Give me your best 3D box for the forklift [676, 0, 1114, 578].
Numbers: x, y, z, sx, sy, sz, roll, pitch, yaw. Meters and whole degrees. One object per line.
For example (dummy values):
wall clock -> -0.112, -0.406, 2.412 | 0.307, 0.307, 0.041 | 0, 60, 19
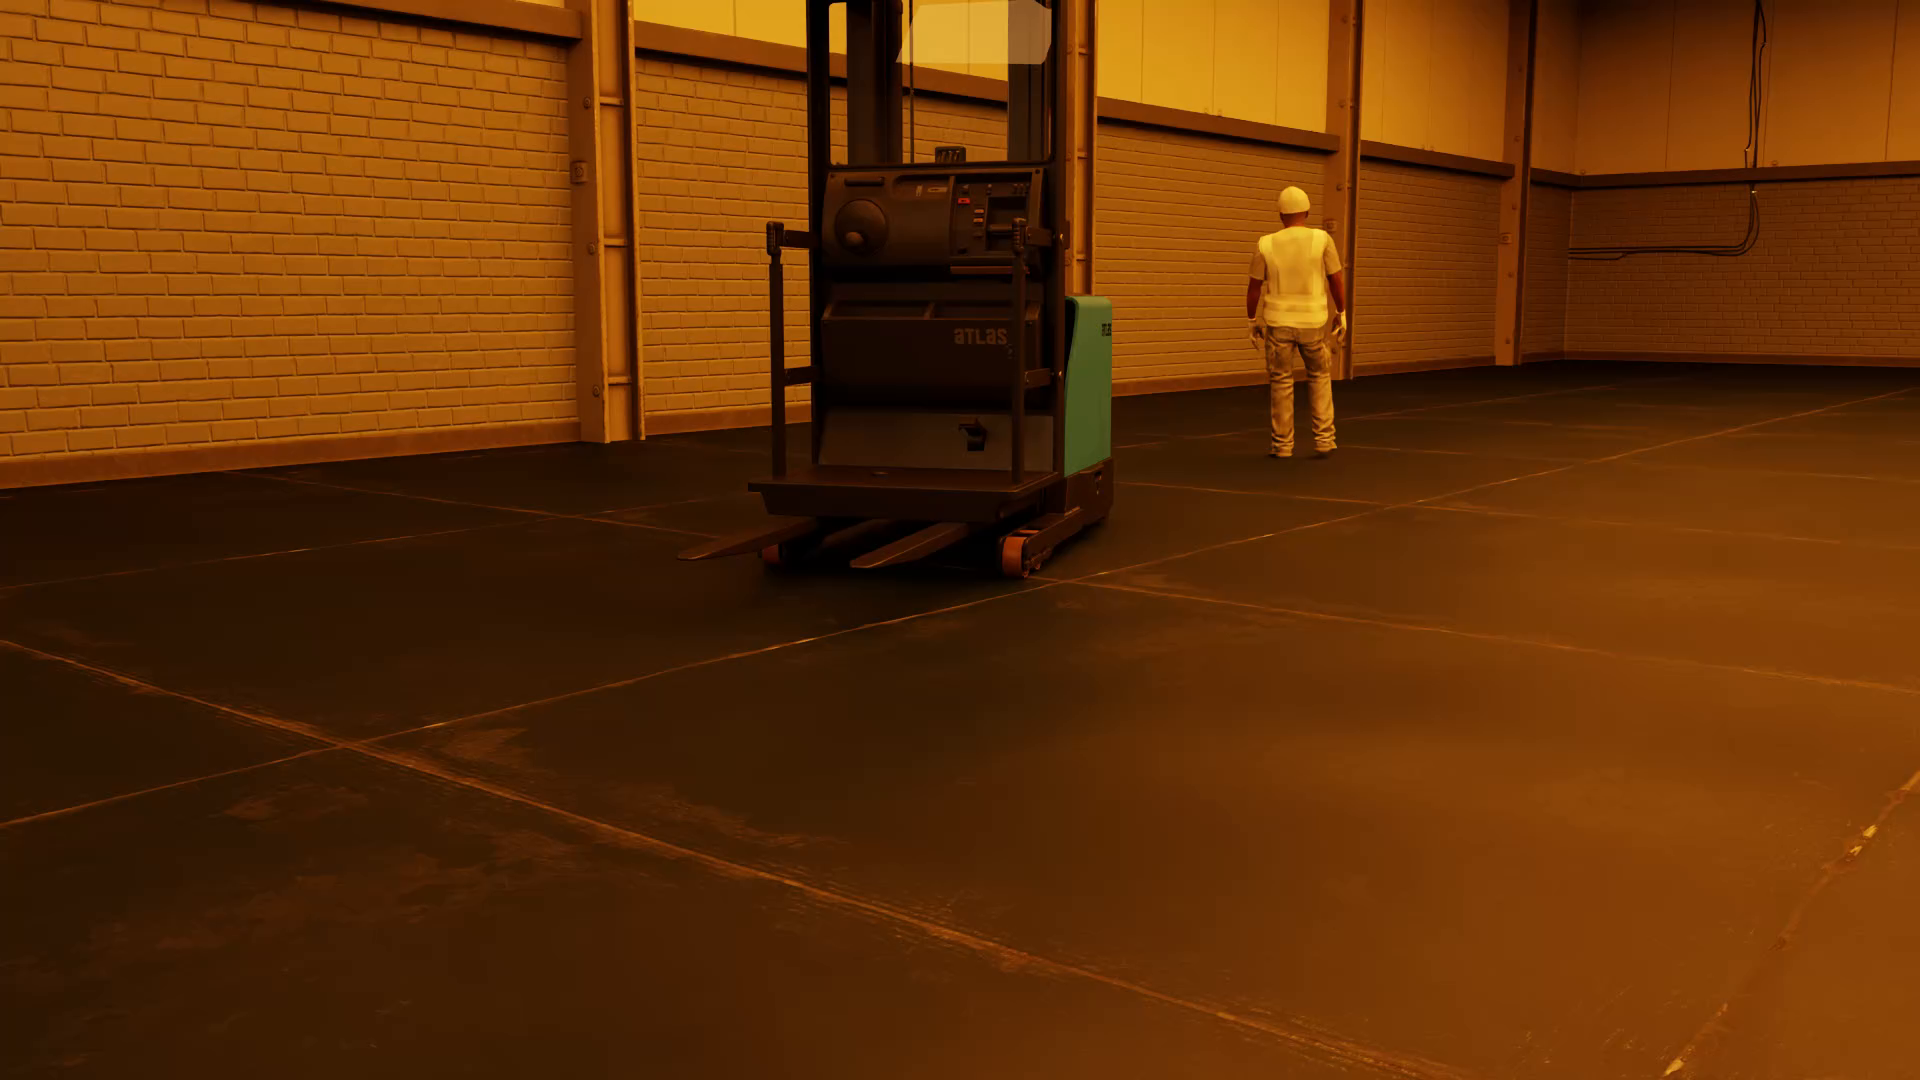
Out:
forklift -> -0.176, -1.366, 6.616 | 1.130, 2.935, 3.031 | 3, 9, 17

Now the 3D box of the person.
person -> 2.244, -1.441, 11.089 | 0.652, 1.789, 0.544 | 2, 9, 14
